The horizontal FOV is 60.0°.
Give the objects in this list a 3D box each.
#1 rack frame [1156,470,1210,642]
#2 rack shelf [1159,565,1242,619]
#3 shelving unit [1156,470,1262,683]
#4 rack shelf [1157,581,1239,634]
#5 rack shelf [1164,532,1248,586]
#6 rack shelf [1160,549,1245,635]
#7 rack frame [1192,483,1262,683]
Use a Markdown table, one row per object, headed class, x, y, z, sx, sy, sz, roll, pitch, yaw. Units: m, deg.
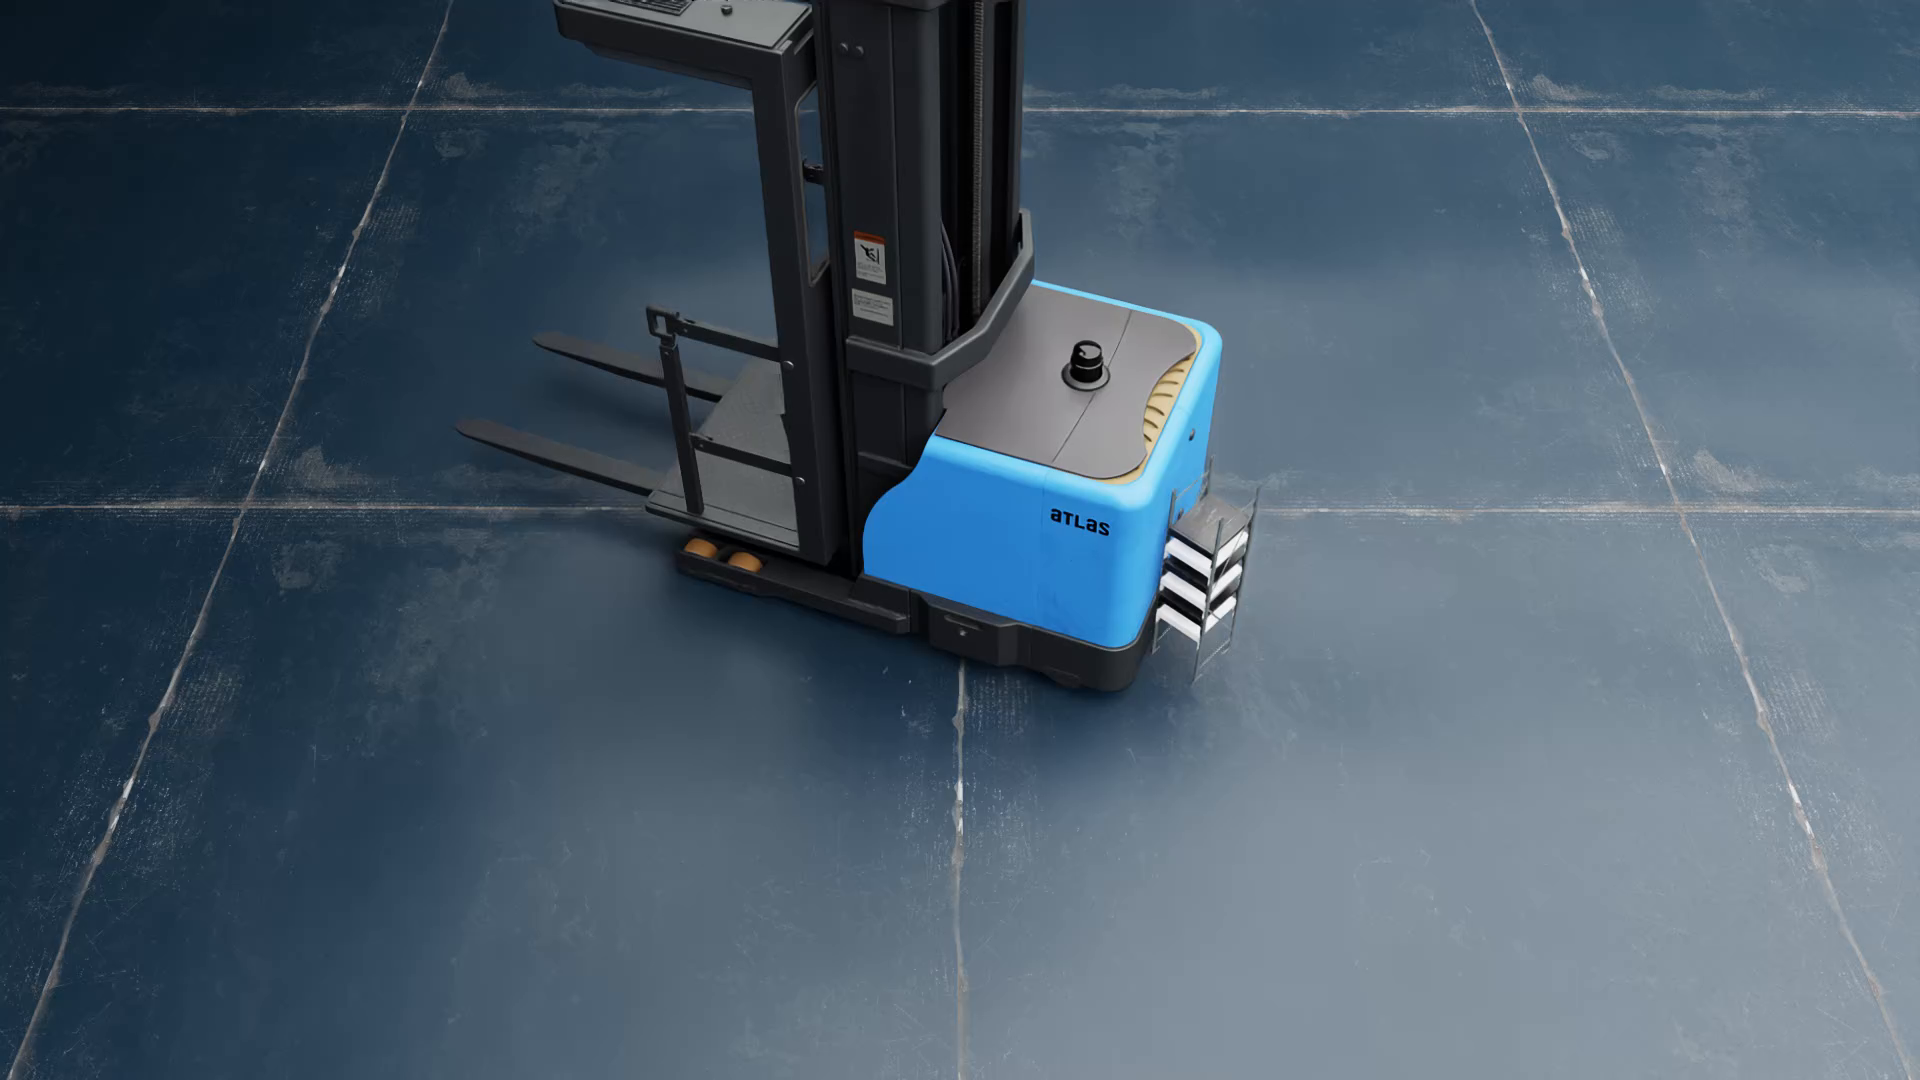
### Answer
| class | x | y | z | sx | sy | sz | roll | pitch | yaw |
| --- | --- | --- | --- | --- | --- | --- | --- | --- | --- |
| rack frame | 0.818 | 0.072 | 6.149 | 0.003 | 0.785 | 0.228 | 34 | 56 | 28 |
| rack shelf | 0.893 | 0.145 | 6.126 | 0.200 | 0.077 | 0.258 | 34 | 56 | 28 |
| shelving unit | 0.894 | 0.123 | 6.101 | 0.208 | 0.900 | 0.258 | 34 | 56 | 28 |
| rack shelf | 0.893 | 0.207 | 6.192 | 0.200 | 0.077 | 0.258 | 34 | 56 | 28 |
| rack shelf | 0.893 | 0.023 | 5.995 | 0.200 | 0.077 | 0.258 | 34 | 56 | 28 |
| rack shelf | 0.893 | 0.157 | 6.139 | 0.190 | 0.281 | 0.221 | 34 | 56 | 28 |
| rack frame | 0.968 | 0.173 | 6.055 | 0.006 | 0.900 | 0.240 | 34 | 56 | 28 |
